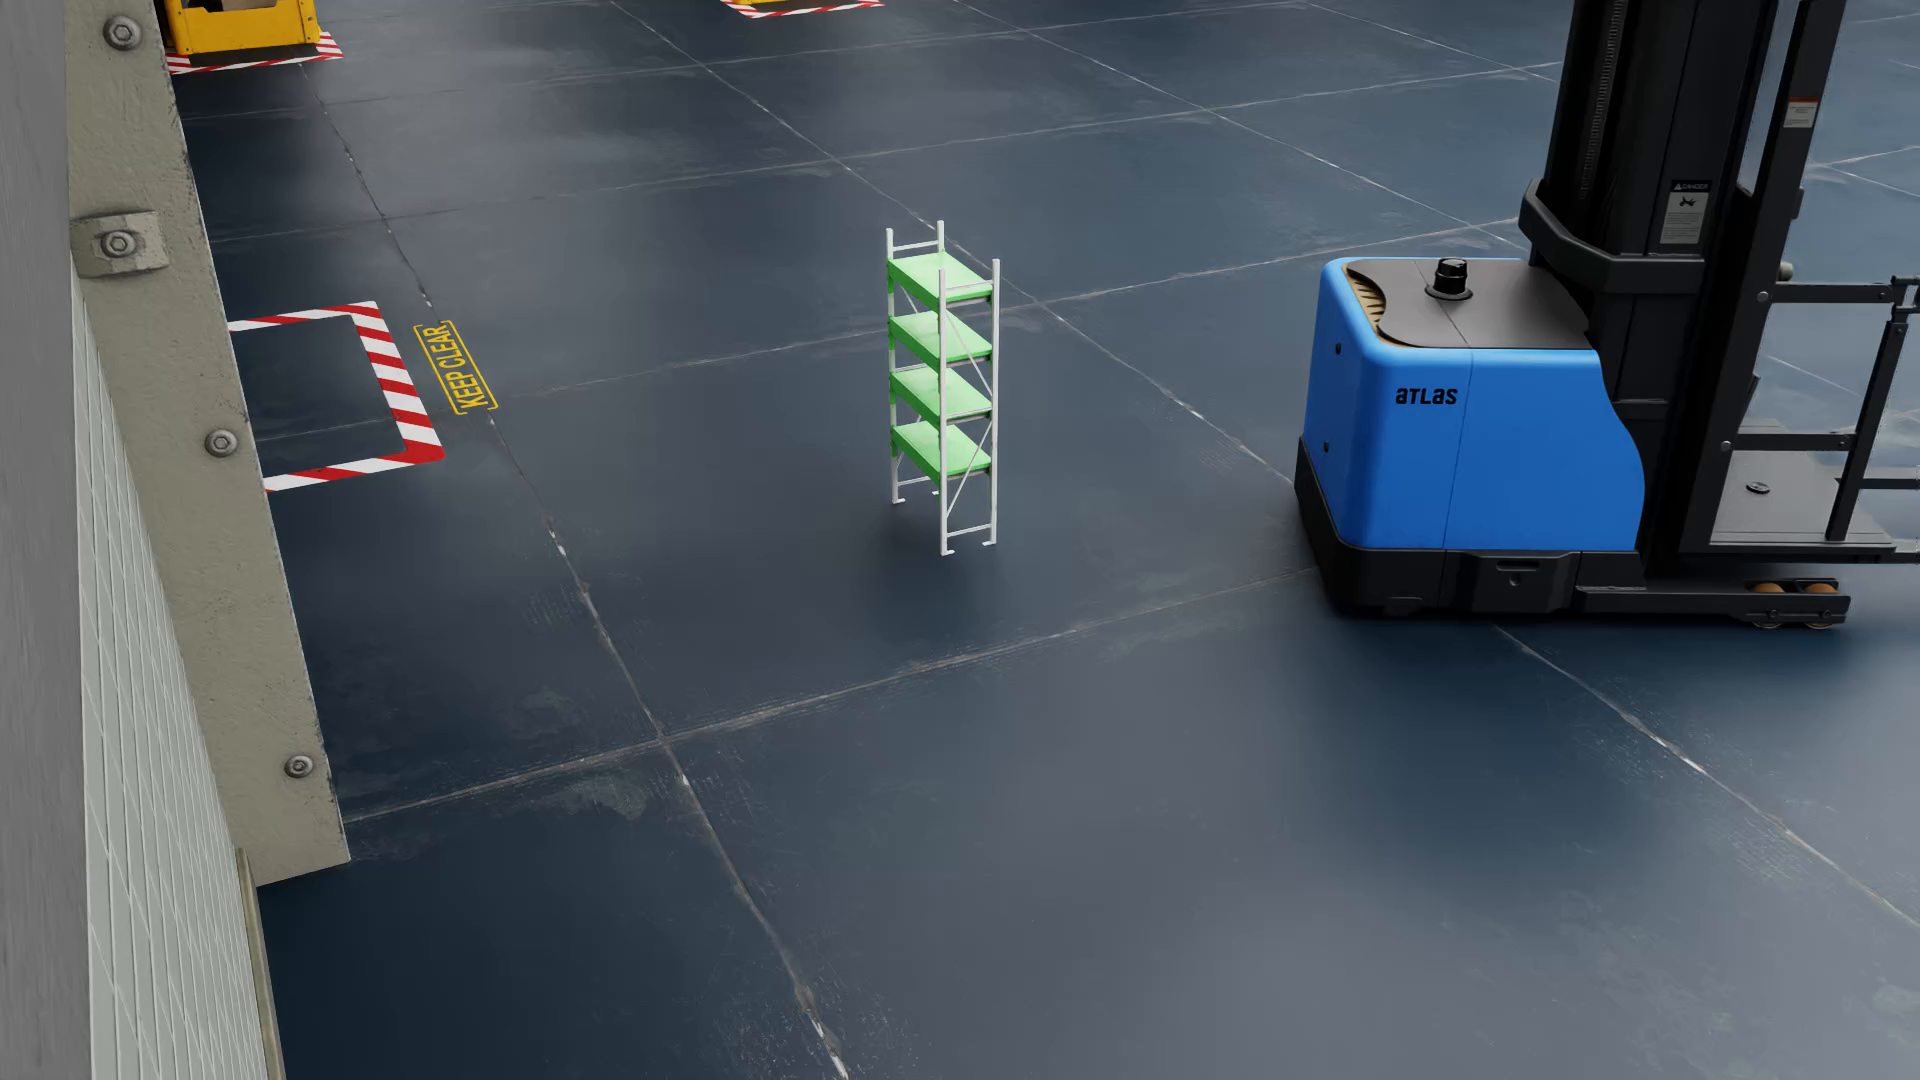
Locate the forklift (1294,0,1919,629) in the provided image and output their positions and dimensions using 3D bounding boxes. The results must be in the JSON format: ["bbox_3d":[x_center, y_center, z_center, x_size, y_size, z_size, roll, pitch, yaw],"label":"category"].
[{"bbox_3d":[2.911,-1.212,5.915,3.031,2.935,1.130,1,29,1],"label":"forklift"}]

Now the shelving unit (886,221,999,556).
[{"bbox_3d":[-0.071,-0.596,6.587,0.258,1.200,0.503,-13,32,-22],"label":"shelving unit"}]

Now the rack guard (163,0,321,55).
[{"bbox_3d":[-6.167,-4.511,14.283,1.175,0.500,0.348,-13,32,-22],"label":"rack guard"}]

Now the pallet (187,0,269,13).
[{"bbox_3d":[-6.483,-4.751,15.007,1.003,0.211,1.213,-13,32,-22],"label":"pallet"}]

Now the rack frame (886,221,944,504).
[{"bbox_3d":[-0.176,-0.704,6.779,0.240,1.200,0.015,-13,32,-22],"label":"rack frame"}]

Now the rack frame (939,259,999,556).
[{"bbox_3d":[0.034,-0.489,6.395,0.240,1.200,0.015,-13,32,-22],"label":"rack frame"}]

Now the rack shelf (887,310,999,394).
[{"bbox_3d":[-0.071,-0.750,6.501,0.258,0.148,0.480,-13,32,-22],"label":"rack shelf"}]

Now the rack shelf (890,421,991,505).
[{"bbox_3d":[-0.071,-0.331,6.736,0.258,0.148,0.480,-13,32,-22],"label":"rack shelf"}]

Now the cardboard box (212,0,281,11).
[{"bbox_3d":[-6.350,-4.911,14.741,0.500,0.311,0.500,-17,33,-28],"label":"cardboard box"}]

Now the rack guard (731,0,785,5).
[{"bbox_3d":[-1.651,-5.509,16.062,1.175,0.500,0.348,-13,32,-22],"label":"rack guard"}]

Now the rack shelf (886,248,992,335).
[{"bbox_3d":[-0.071,-0.959,6.383,0.258,0.148,0.480,-13,32,-22],"label":"rack shelf"}]

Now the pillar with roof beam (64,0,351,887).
[{"bbox_3d":[1.824,-3.915,4.531,9.100,9.000,0.400,-13,32,-22],"label":"pillar with roof beam"}]

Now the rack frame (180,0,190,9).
[{"bbox_3d":[-6.134,-5.568,13.612,1.000,3.000,0.127,-13,32,-22],"label":"rack frame"}]

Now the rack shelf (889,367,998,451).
[{"bbox_3d":[-0.071,-0.541,6.618,0.258,0.148,0.480,-13,32,-22],"label":"rack shelf"}]
